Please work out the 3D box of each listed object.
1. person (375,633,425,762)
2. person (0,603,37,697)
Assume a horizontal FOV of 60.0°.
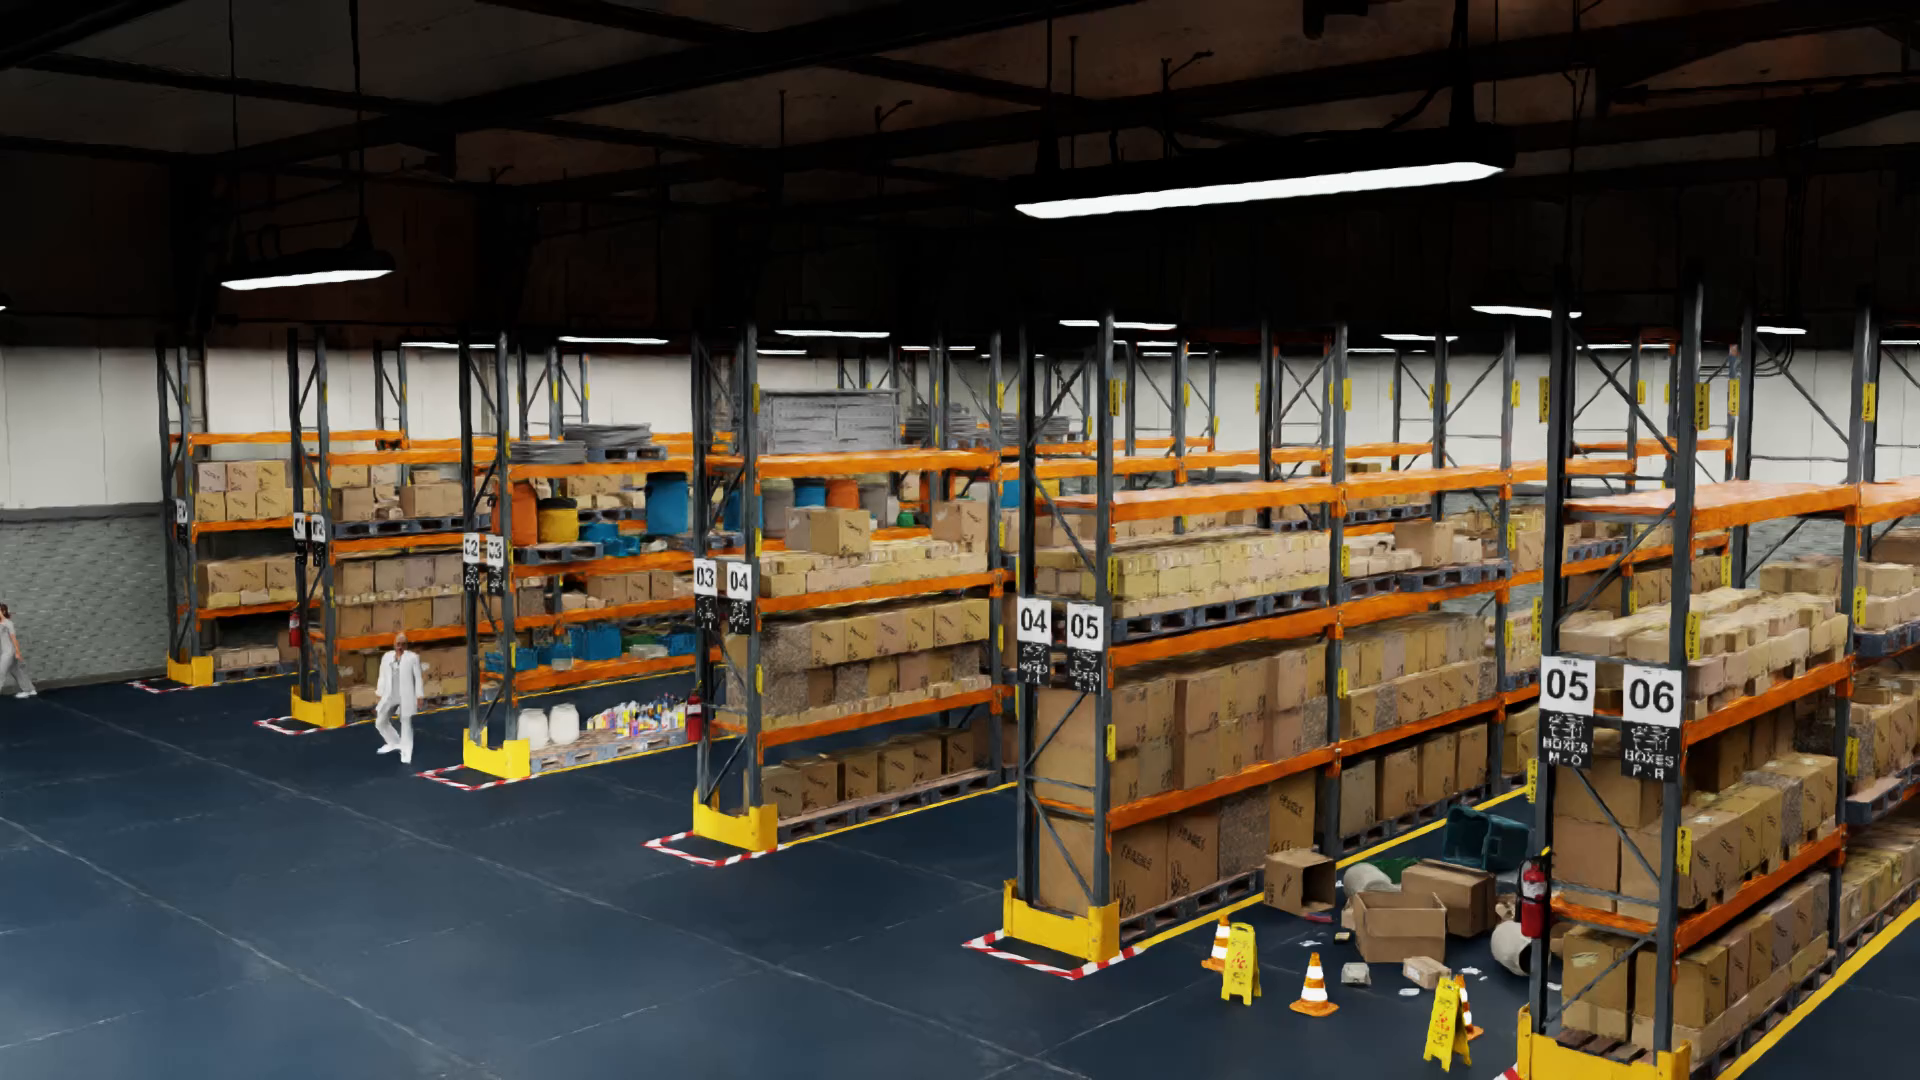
[{"bbox_3d":[-7.685,2.142,22.726,0.725,1.772,0.515,0,5,3],"label":"person"},{"bbox_3d":[-15.521,1.818,26.977,0.444,1.604,1.016,4,7,35],"label":"person"}]
